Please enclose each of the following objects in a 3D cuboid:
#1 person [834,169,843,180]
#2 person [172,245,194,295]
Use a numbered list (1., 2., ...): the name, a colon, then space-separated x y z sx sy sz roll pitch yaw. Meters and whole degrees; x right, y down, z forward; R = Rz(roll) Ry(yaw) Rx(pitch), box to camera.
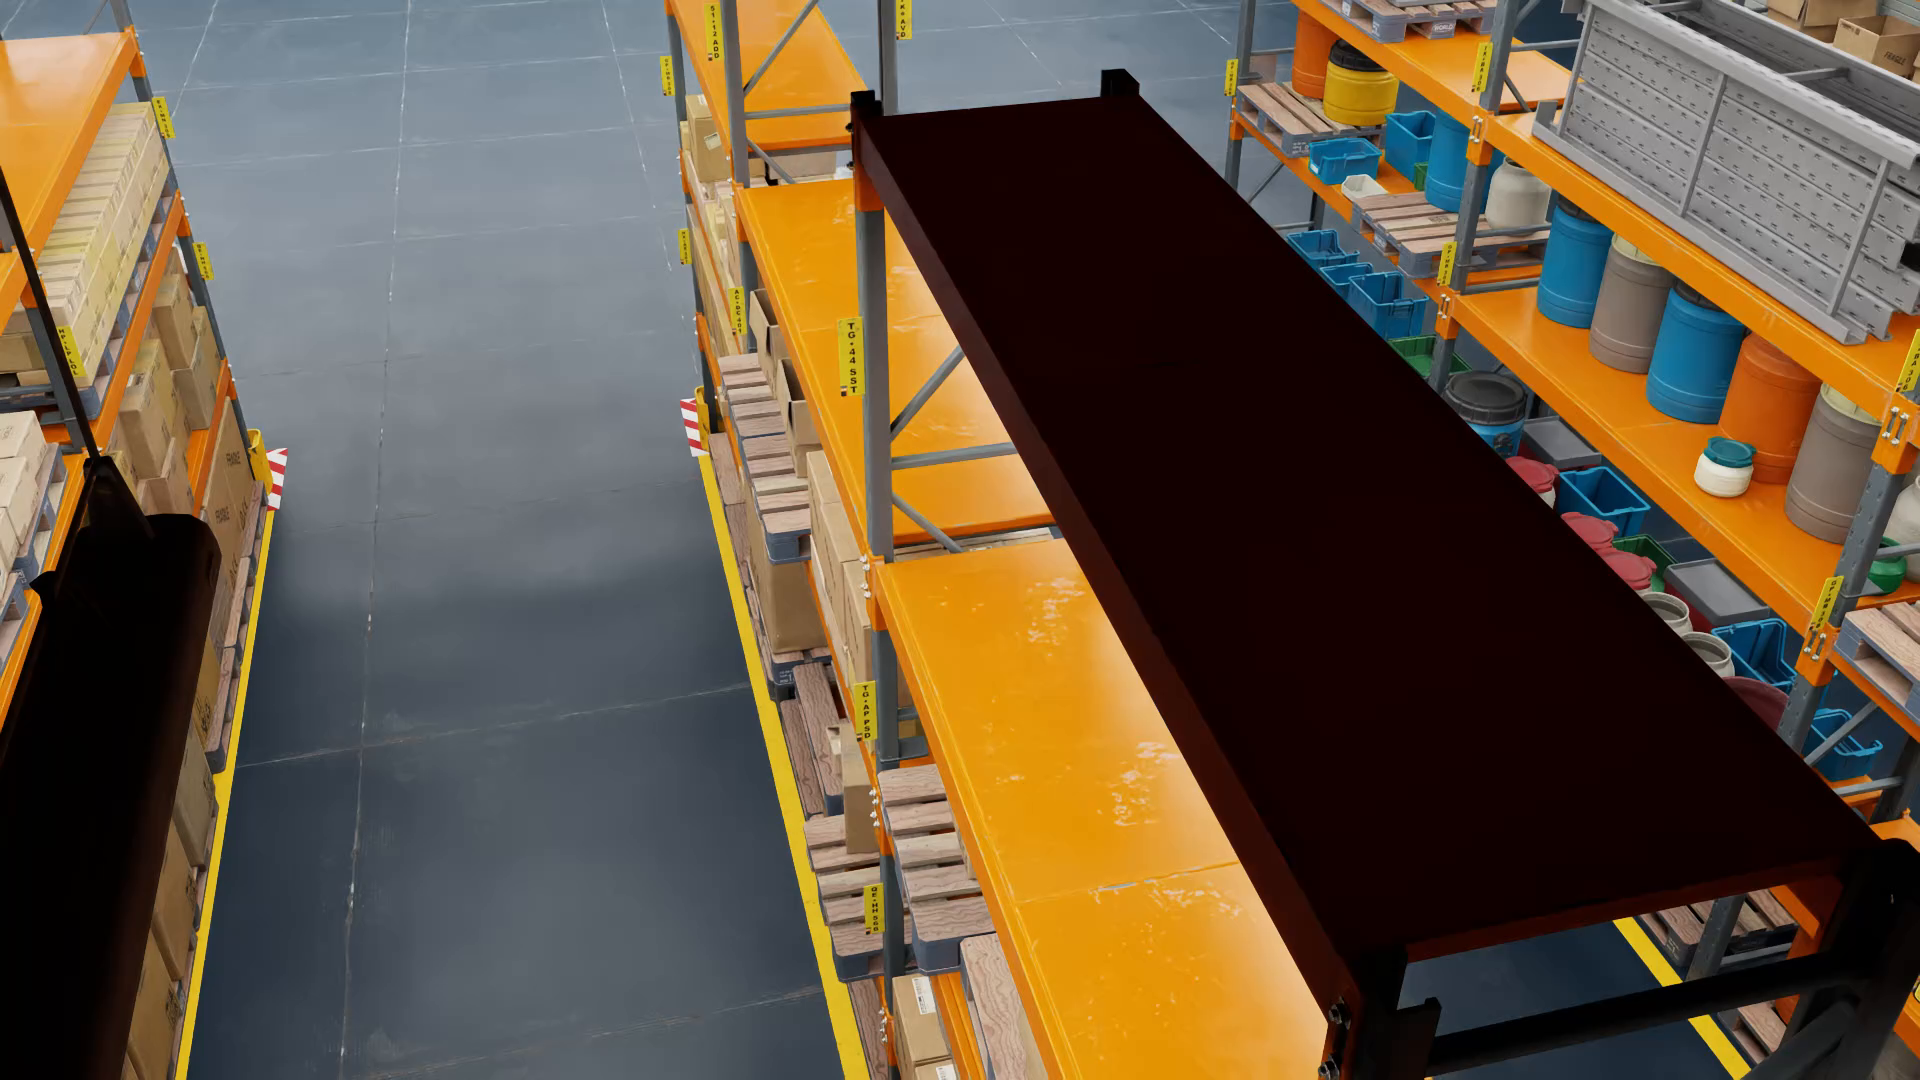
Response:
1. person: -1.171 -2.927 16.769 0.759 1.787 0.527 -20 39 -26
2. person: -7.552 -2.379 16.005 0.654 1.763 0.668 7 35 11
